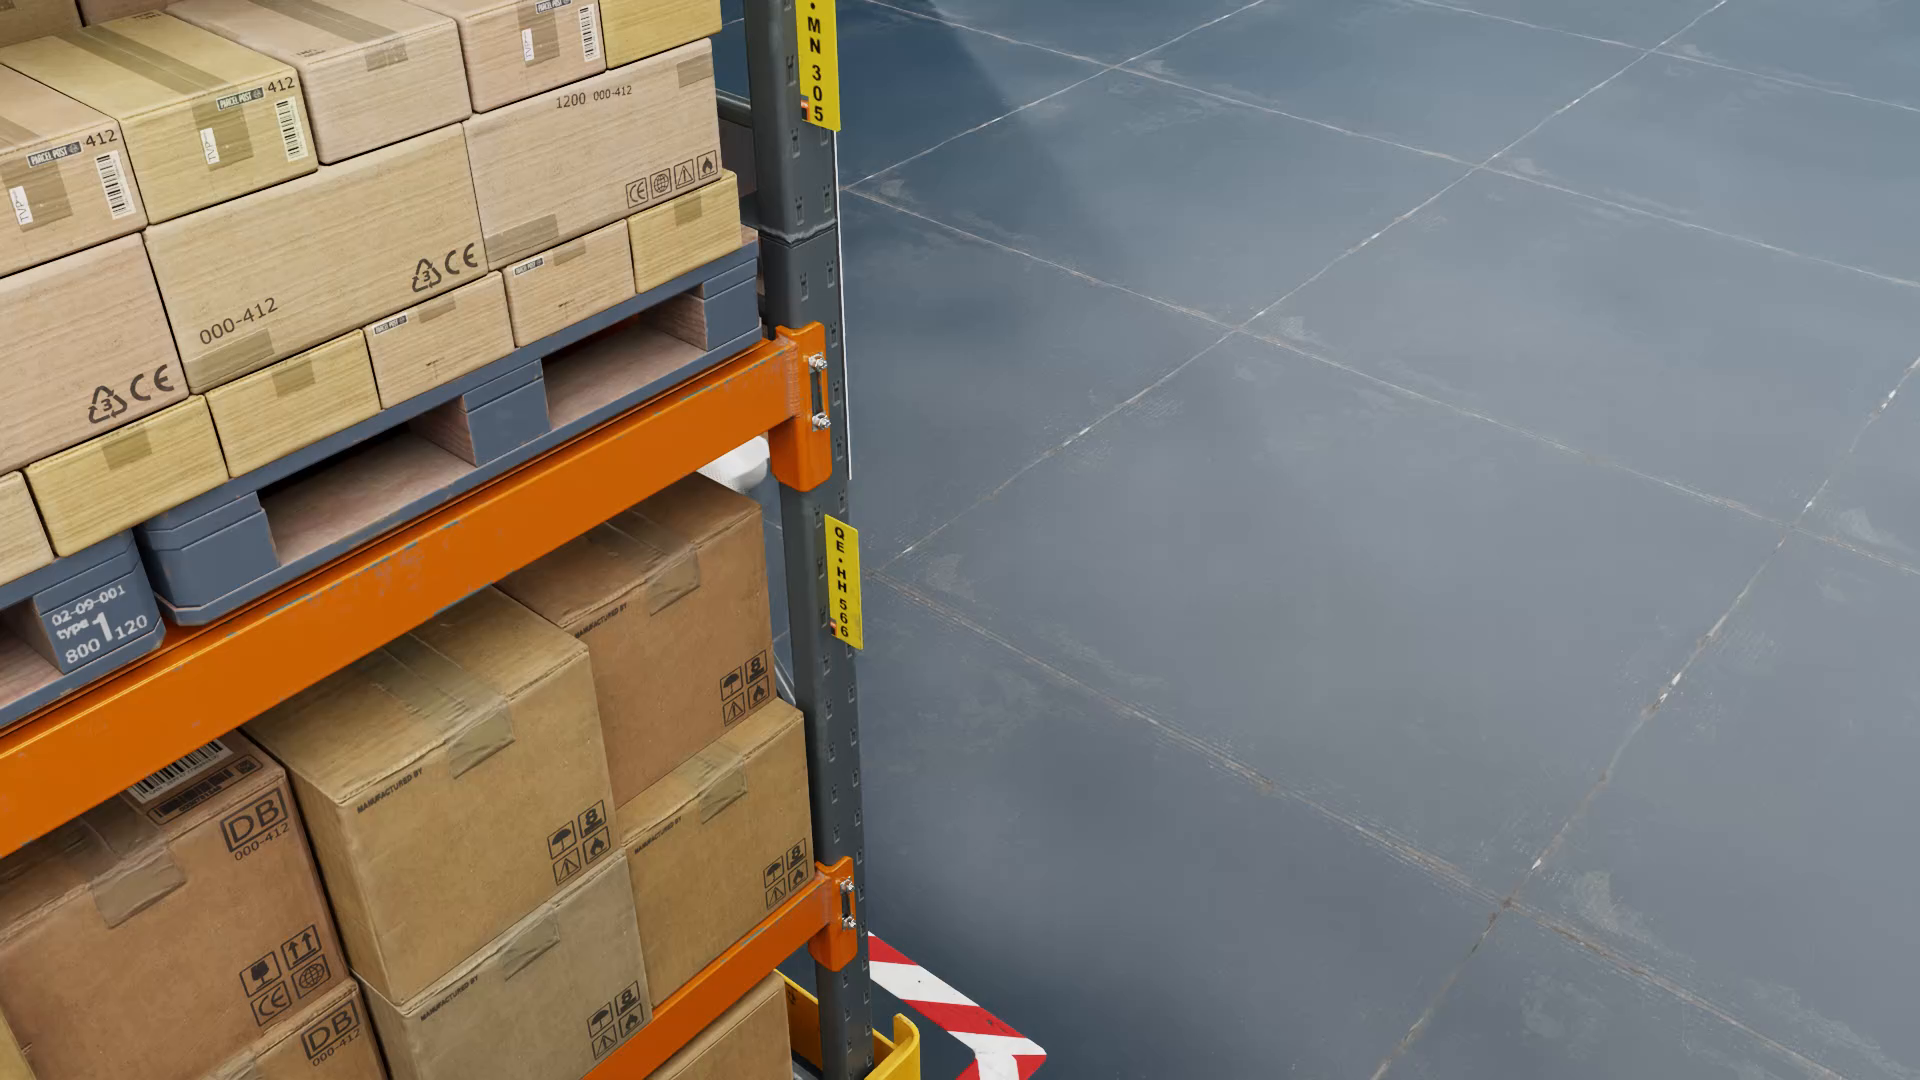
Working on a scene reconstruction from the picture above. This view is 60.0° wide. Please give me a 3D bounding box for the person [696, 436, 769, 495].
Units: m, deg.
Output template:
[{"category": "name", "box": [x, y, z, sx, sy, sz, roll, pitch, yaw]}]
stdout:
[{"category": "person", "box": [-1.222, -0.223, 7.011, 0.937, 1.032, 0.504, 24, 41, 29]}]
